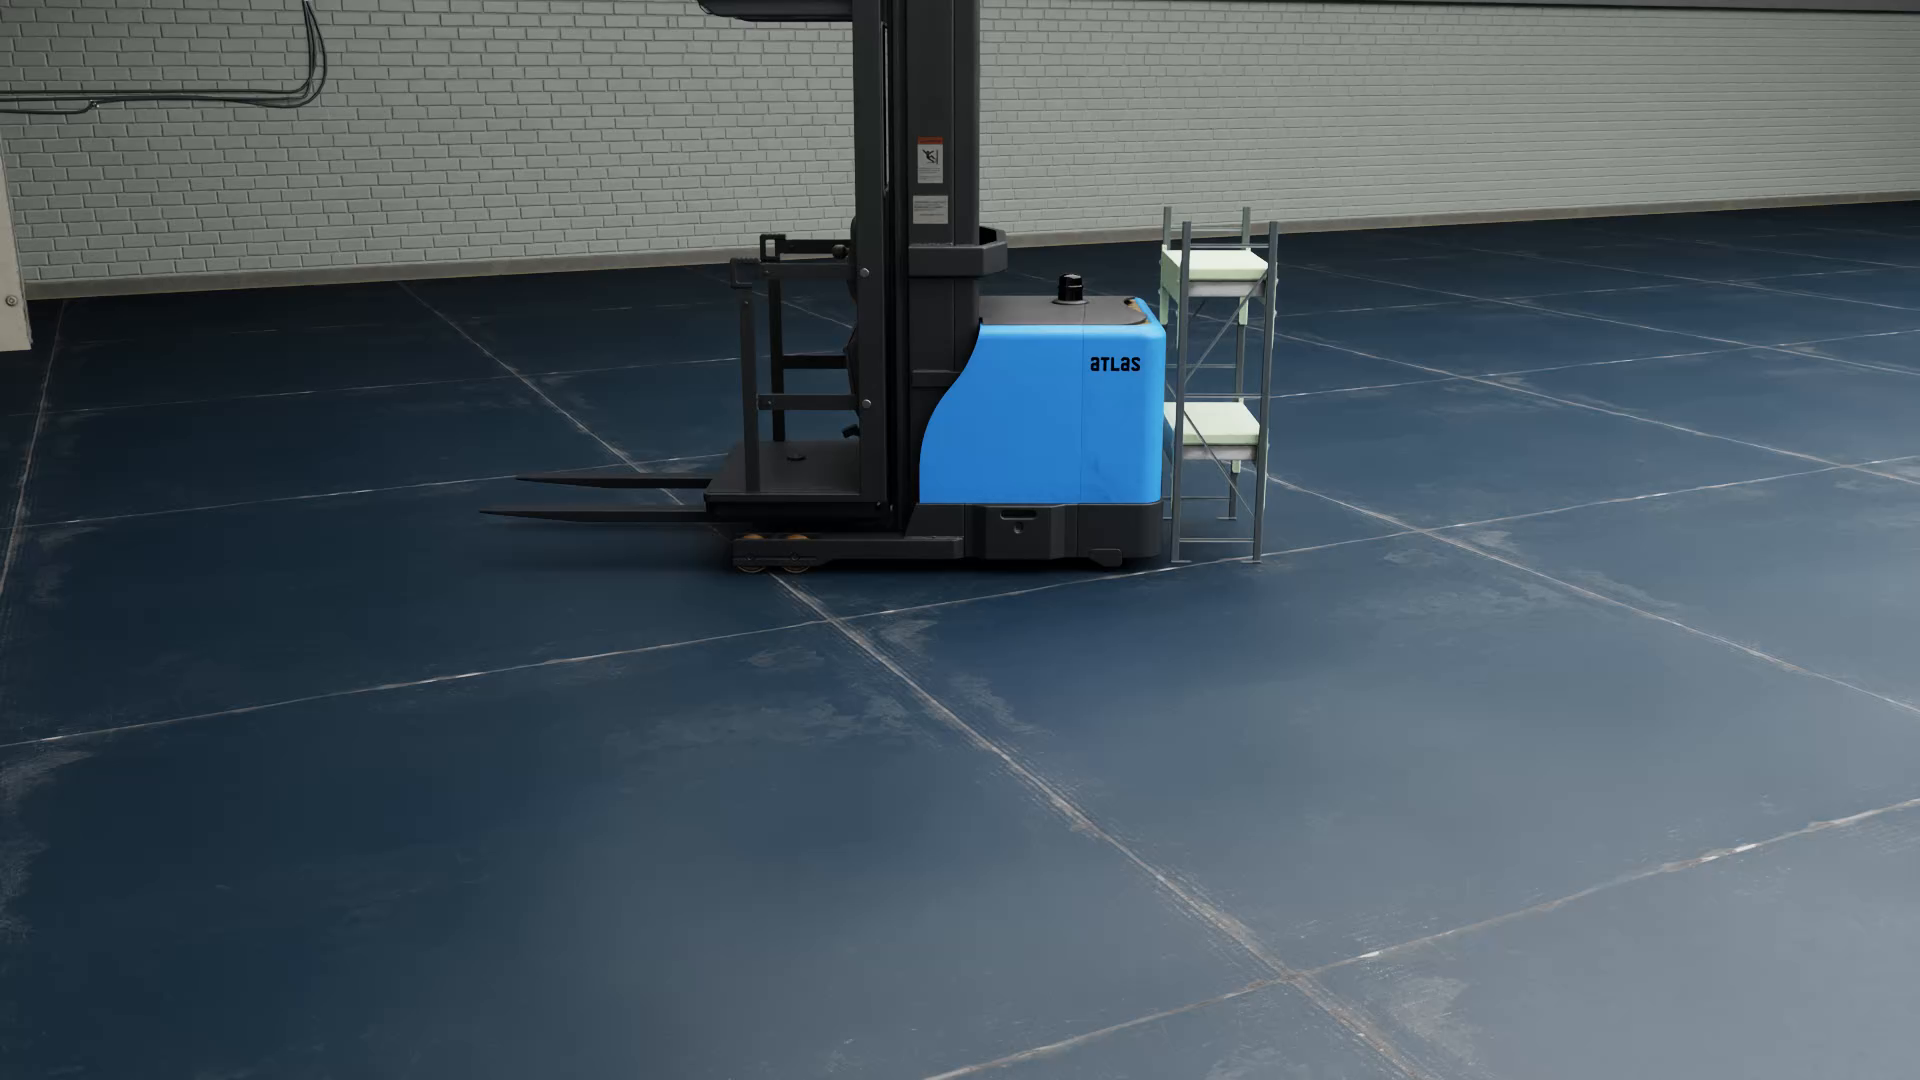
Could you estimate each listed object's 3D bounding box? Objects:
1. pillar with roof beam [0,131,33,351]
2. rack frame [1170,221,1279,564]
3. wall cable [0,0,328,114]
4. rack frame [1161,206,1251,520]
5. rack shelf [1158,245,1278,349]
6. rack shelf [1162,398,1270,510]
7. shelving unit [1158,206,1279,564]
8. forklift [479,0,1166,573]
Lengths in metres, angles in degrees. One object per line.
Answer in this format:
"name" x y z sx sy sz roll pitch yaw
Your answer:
"pillar with roof beam" -3.568 -6.356 13.585 9.100 9.000 0.400 -8 18 -25
"rack frame" 1.136 -0.619 7.190 0.400 1.500 0.023 0 16 1
"wall cable" -7.540 -5.233 15.303 3.097 2.526 0.112 -8 18 -25
"rack frame" 1.144 -0.821 7.894 0.400 1.500 0.023 0 16 1
"rack shelf" 1.140 -1.095 7.434 0.431 0.370 0.720 0 16 1
"rack shelf" 1.140 -0.407 7.632 0.431 0.370 0.720 0 16 1
"shelving unit" 1.140 -0.720 7.542 0.431 1.500 0.755 0 16 1
"forklift" -0.623 -1.411 7.352 3.031 2.935 1.130 0 16 1
